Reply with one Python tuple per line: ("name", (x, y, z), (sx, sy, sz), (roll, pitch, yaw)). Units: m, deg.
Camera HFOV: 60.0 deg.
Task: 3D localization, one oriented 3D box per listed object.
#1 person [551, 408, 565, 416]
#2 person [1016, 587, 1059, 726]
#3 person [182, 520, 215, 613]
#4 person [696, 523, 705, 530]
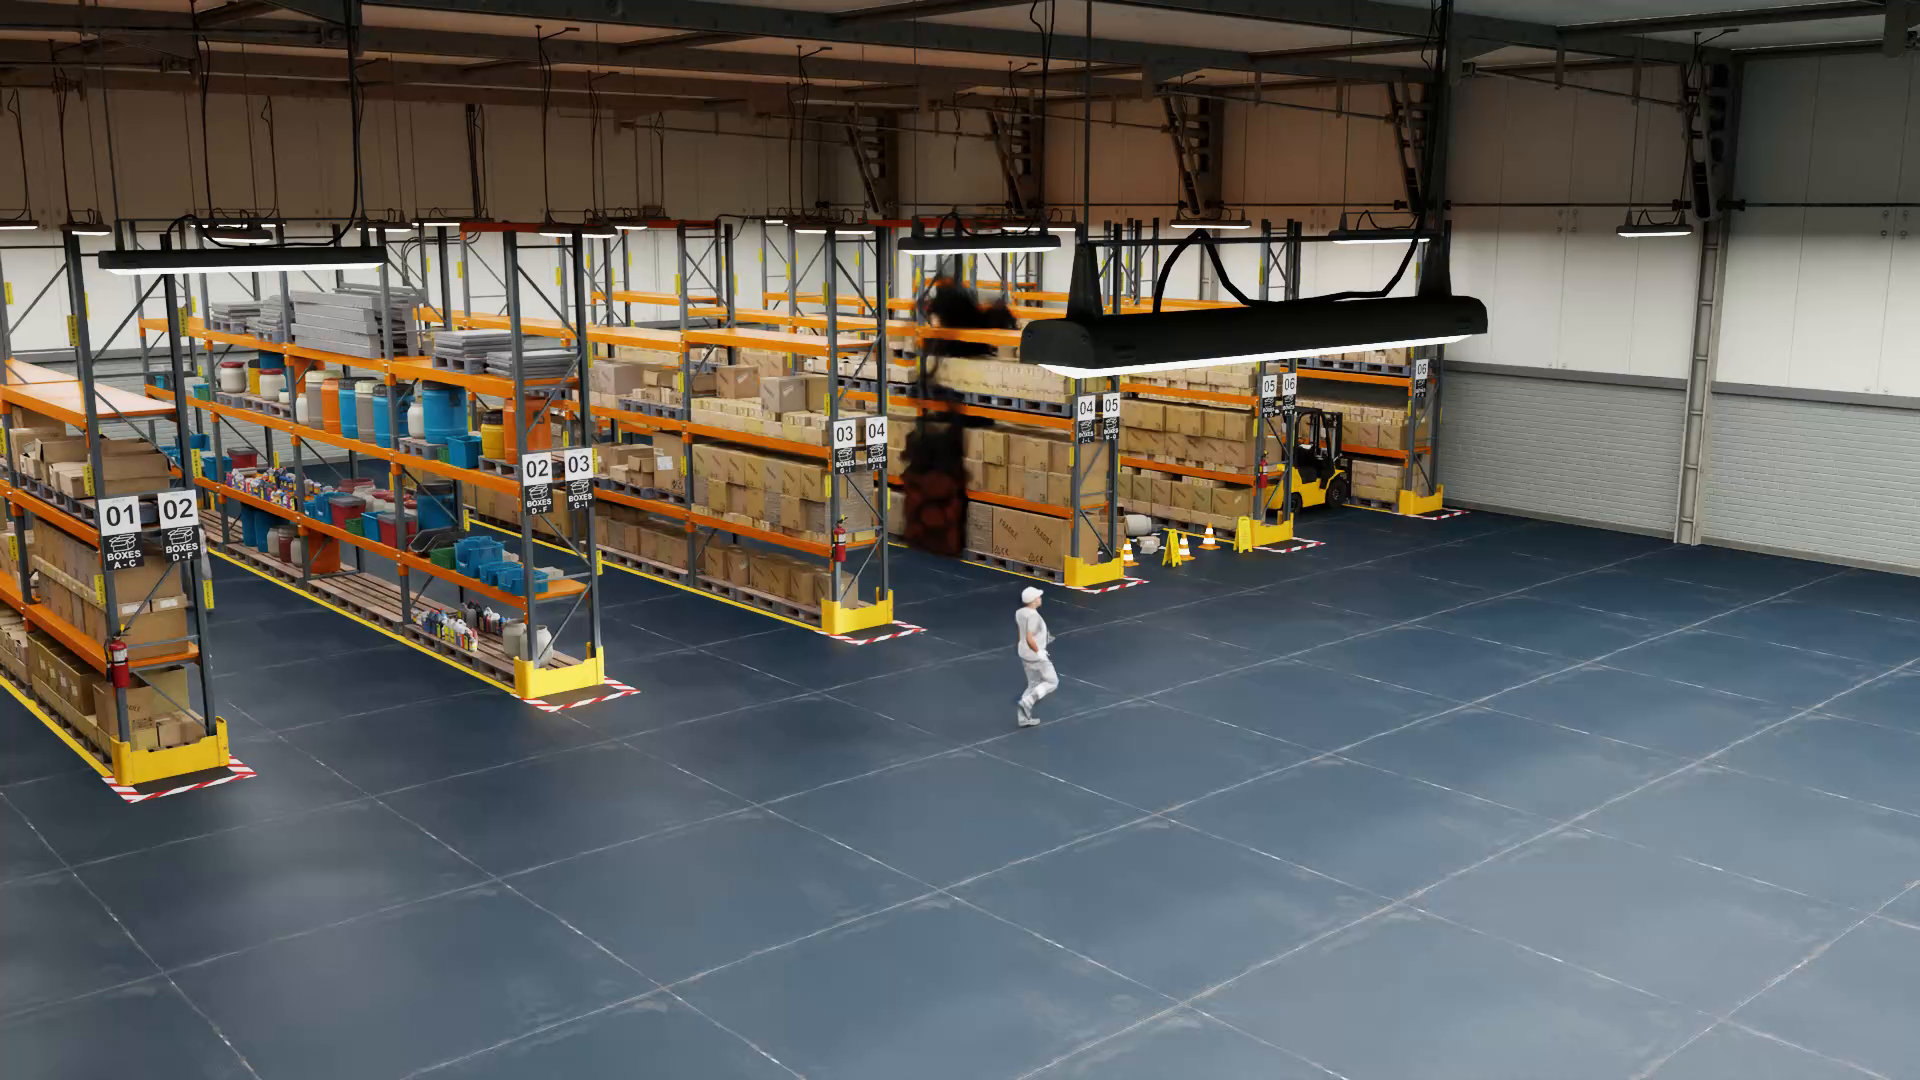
("person", (-9.559, -2.411, 39.528), (0.763, 1.775, 0.653), (4, 12, 19))
("person", (0.941, 1.422, 20.401), (0.581, 1.740, 0.652), (-5, 12, -23))
("person", (-12.042, 0.288, 26.172), (0.714, 1.756, 0.556), (9, 15, 39))
("person", (-4.811, -0.964, 31.548), (0.572, 1.588, 0.543), (11, 16, 43))
